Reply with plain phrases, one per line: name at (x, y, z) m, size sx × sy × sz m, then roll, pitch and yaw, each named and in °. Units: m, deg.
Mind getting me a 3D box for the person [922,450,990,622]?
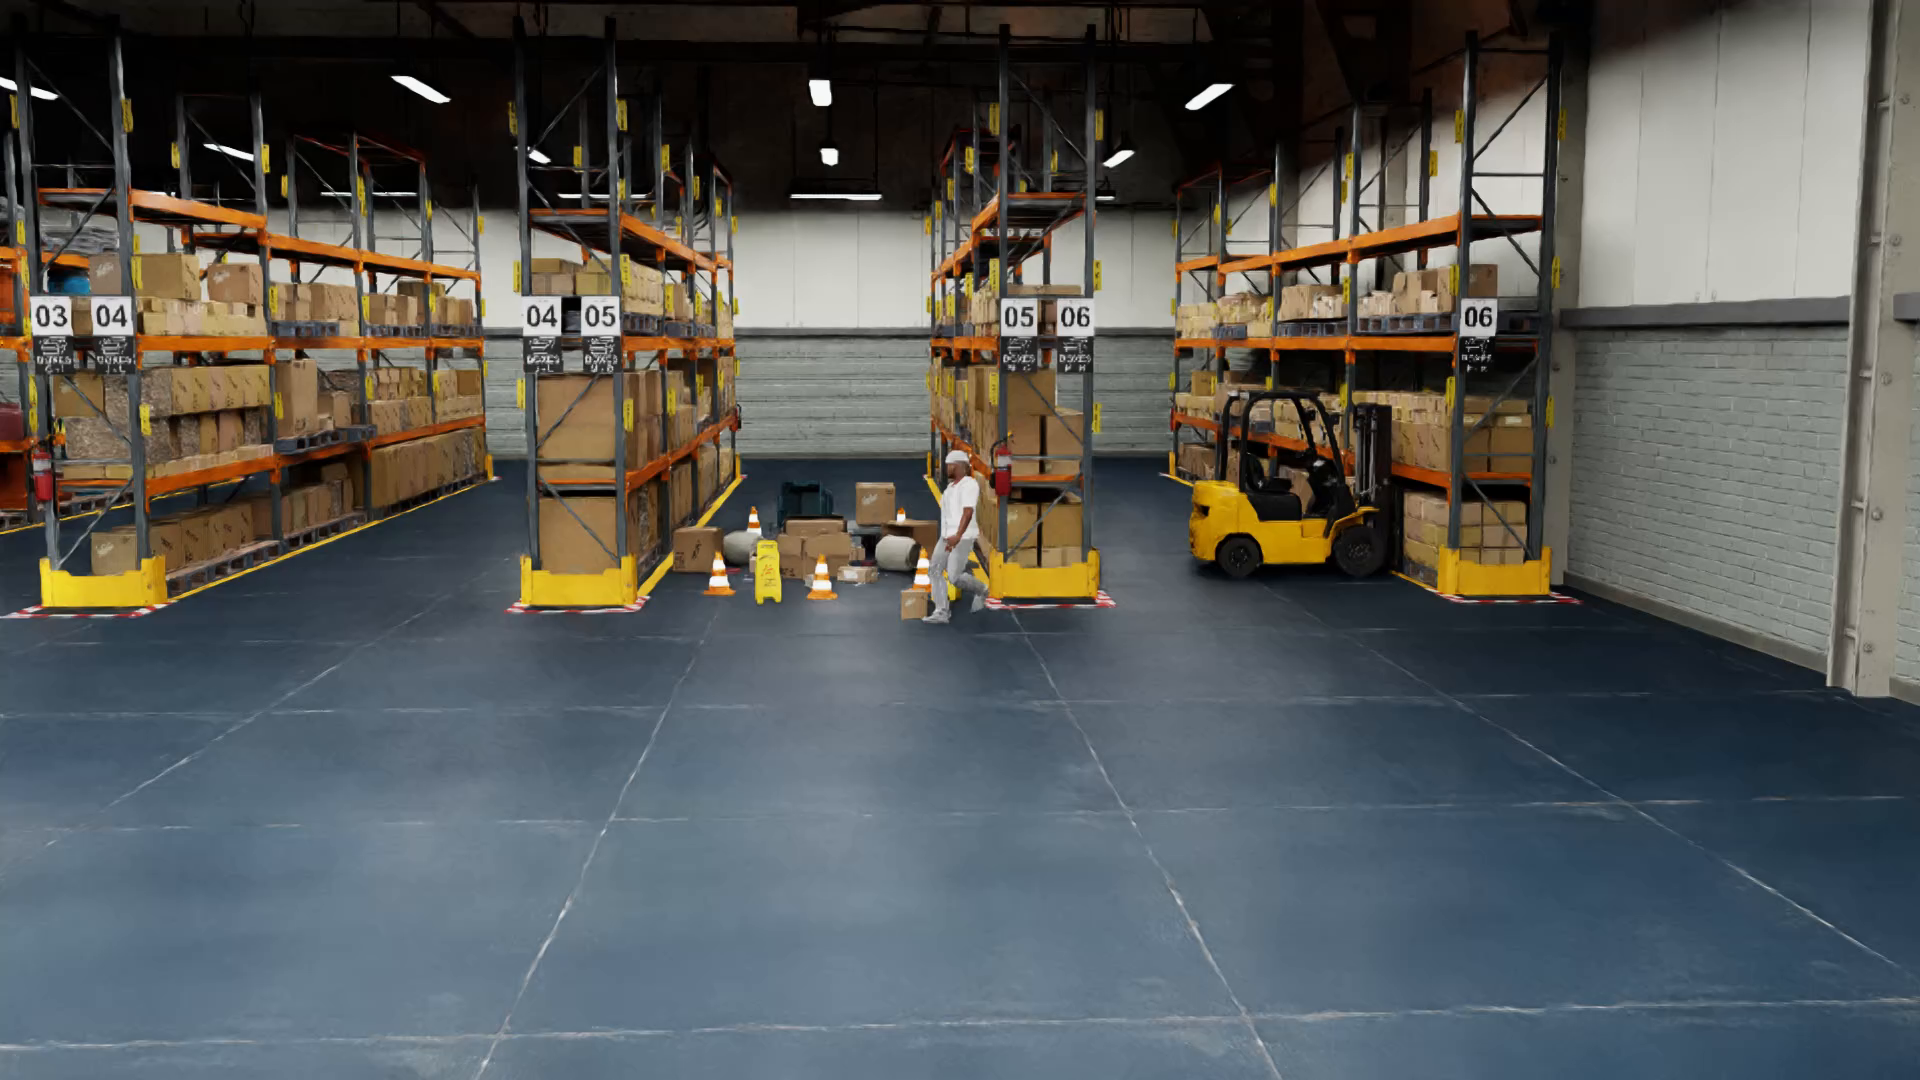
person at (-0.092, -0.039, 16.357) m, size 0.767 × 1.686 × 0.582 m, roll -4°, pitch 8°, yaw -29°
